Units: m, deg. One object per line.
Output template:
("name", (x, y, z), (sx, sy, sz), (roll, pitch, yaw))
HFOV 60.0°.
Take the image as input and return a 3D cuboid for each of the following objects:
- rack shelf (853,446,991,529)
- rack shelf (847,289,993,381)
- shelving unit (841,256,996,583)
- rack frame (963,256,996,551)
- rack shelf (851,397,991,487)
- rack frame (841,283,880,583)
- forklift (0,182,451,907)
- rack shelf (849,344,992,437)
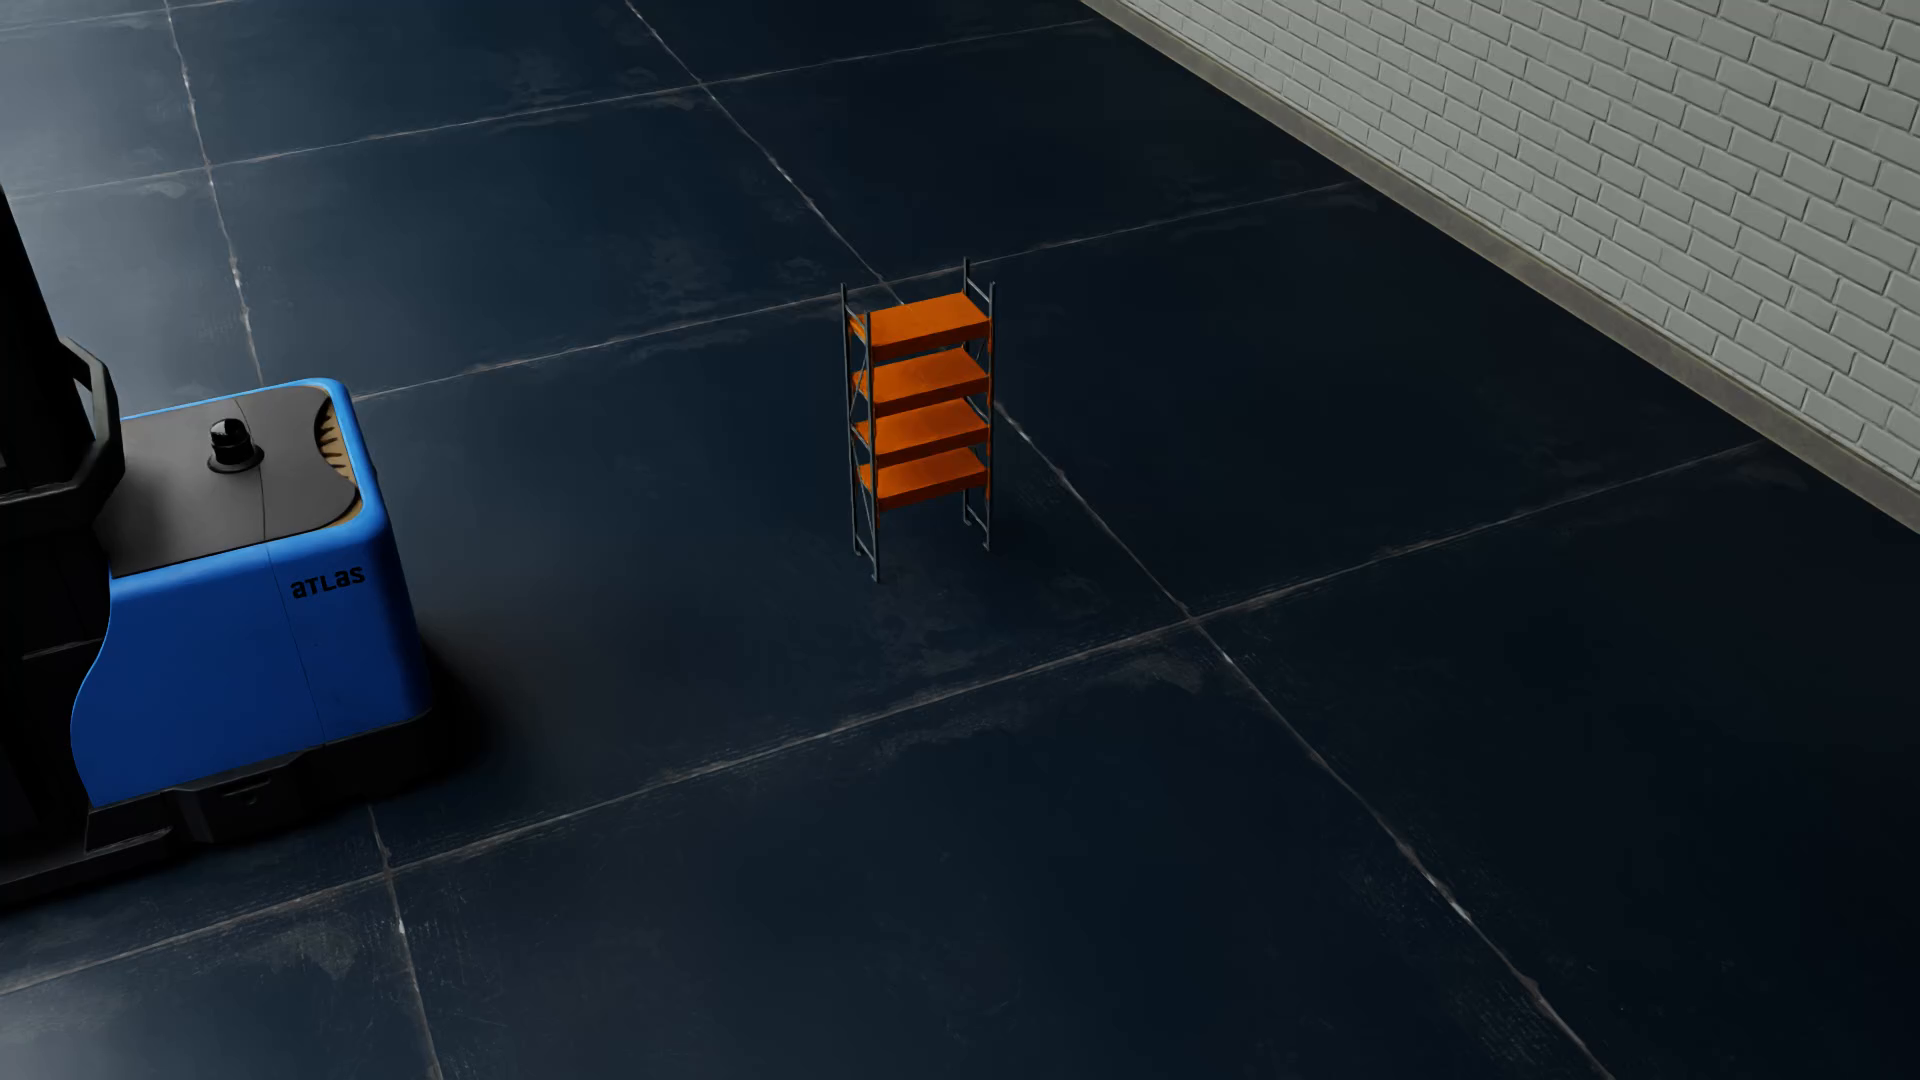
("rack shelf", (-0.150, -0.226, 6.494), (0.480, 0.148, 0.258), (-16, 39, -20))
("rack shelf", (-0.150, -0.756, 6.102), (0.480, 0.148, 0.258), (-16, 39, -20))
("shelving unit", (-0.150, -0.440, 6.336), (0.503, 1.200, 0.258), (-16, 39, -20))
("rack frame", (0.071, -0.502, 6.419), (0.015, 1.200, 0.240), (-16, 39, -20))
("rack shelf", (-0.150, -0.386, 6.376), (0.480, 0.148, 0.258), (-16, 39, -20))
("rack frame", (-0.371, -0.378, 6.253), (0.015, 1.200, 0.240), (-16, 39, -20))
("forklift", (-3.291, -0.264, 4.646), (3.031, 2.935, 1.130), (-16, 39, -20))
("rack shelf", (-0.150, -0.566, 6.243), (0.480, 0.148, 0.258), (-16, 39, -20))
